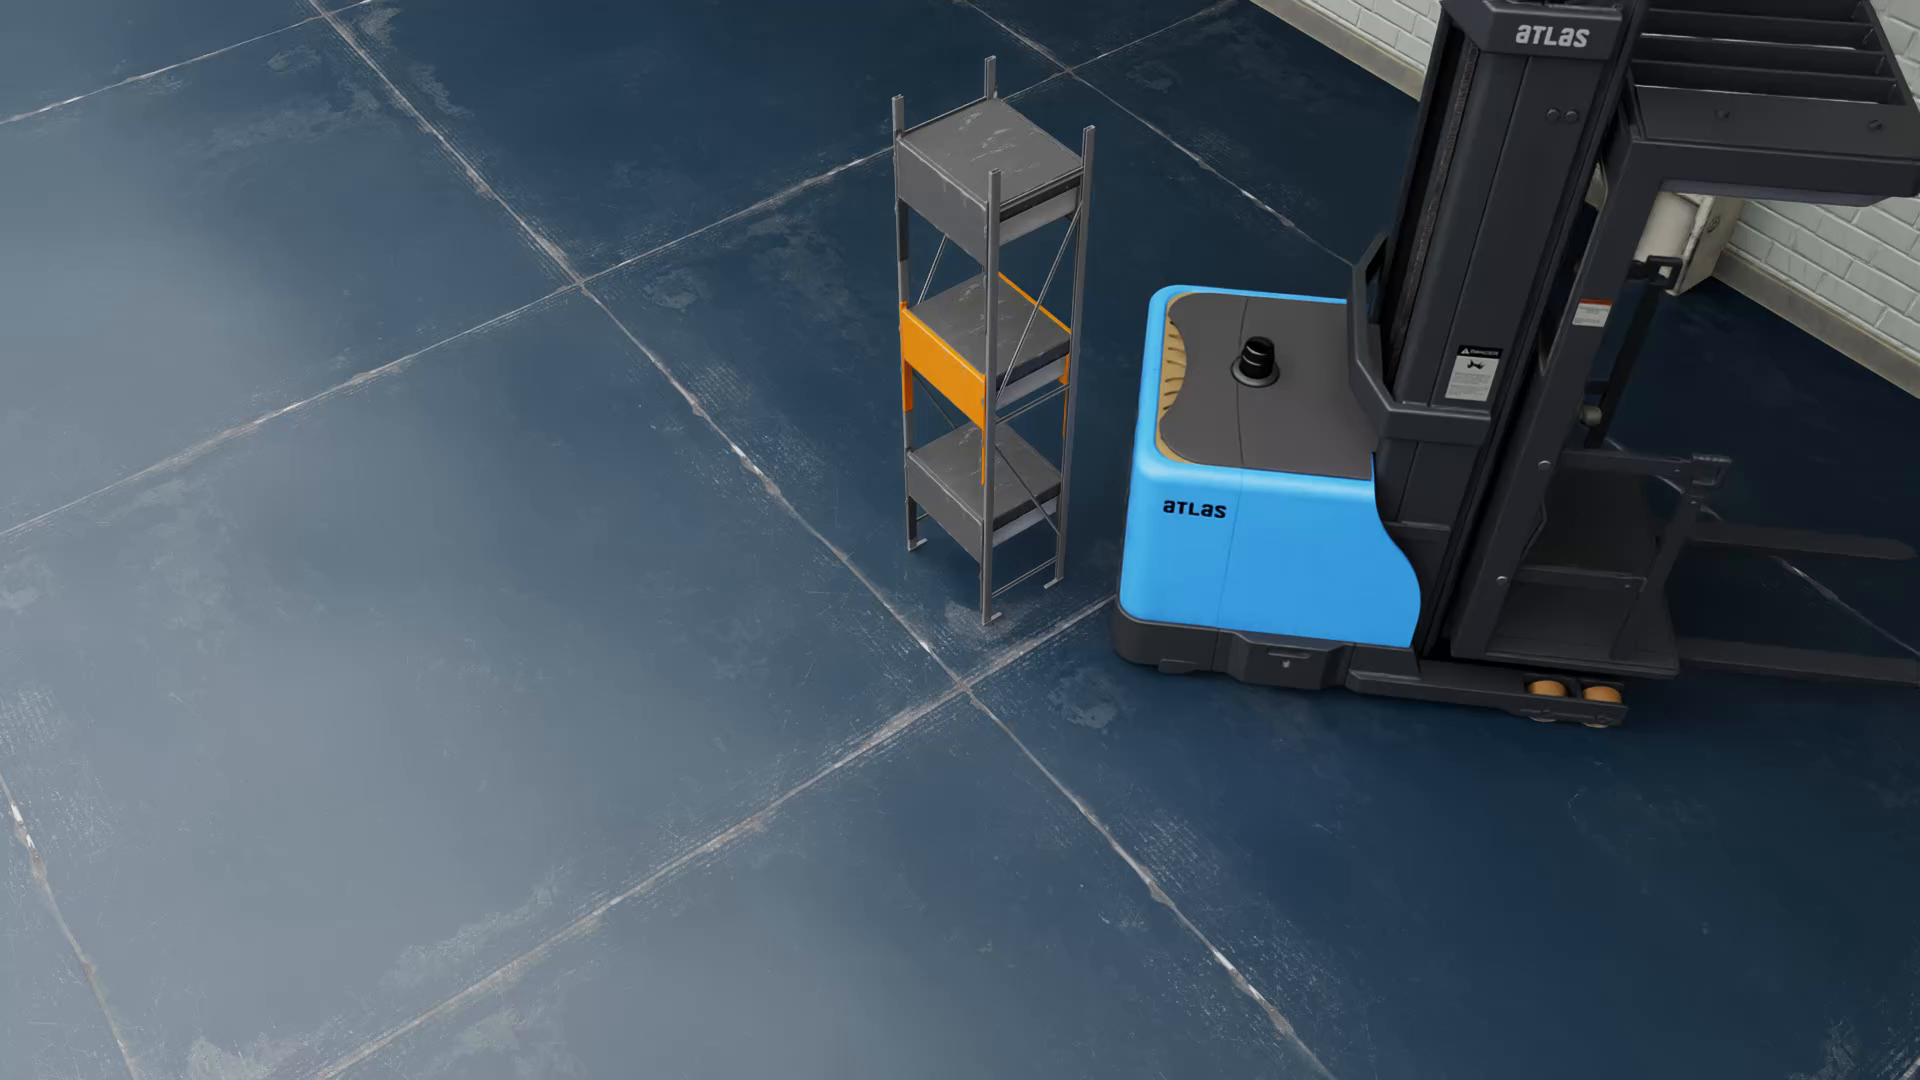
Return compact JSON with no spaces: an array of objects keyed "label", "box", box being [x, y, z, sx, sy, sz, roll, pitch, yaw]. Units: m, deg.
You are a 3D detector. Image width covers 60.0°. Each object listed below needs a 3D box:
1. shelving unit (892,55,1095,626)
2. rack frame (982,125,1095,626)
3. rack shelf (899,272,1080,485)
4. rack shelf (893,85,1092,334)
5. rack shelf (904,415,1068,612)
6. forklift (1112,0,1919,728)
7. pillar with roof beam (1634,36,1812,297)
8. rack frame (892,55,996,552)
[{"label":"shelving unit","box":[0.100,-0.608,5.882,0.431,2.100,0.503,-29,54,-24]},{"label":"rack frame","box":[0.248,-0.464,5.752,0.400,2.100,0.015,-29,54,-24]},{"label":"rack shelf","box":[0.100,-0.598,5.893,0.431,0.518,0.480,-29,54,-24]},{"label":"rack shelf","box":[0.100,-1.069,5.374,0.431,0.518,0.480,-29,54,-24]},{"label":"rack shelf","box":[0.100,-0.128,6.411,0.431,0.518,0.480,-29,54,-24]},{"label":"forklift","box":[2.134,-0.717,5.420,3.031,2.935,1.130,6,48,5]},{"label":"pillar with roof beam","box":[-0.078,-2.413,2.862,9.100,9.000,0.400,-29,54,-24]},{"label":"rack frame","box":[-0.048,-0.751,6.013,0.400,2.100,0.015,-29,54,-24]}]
